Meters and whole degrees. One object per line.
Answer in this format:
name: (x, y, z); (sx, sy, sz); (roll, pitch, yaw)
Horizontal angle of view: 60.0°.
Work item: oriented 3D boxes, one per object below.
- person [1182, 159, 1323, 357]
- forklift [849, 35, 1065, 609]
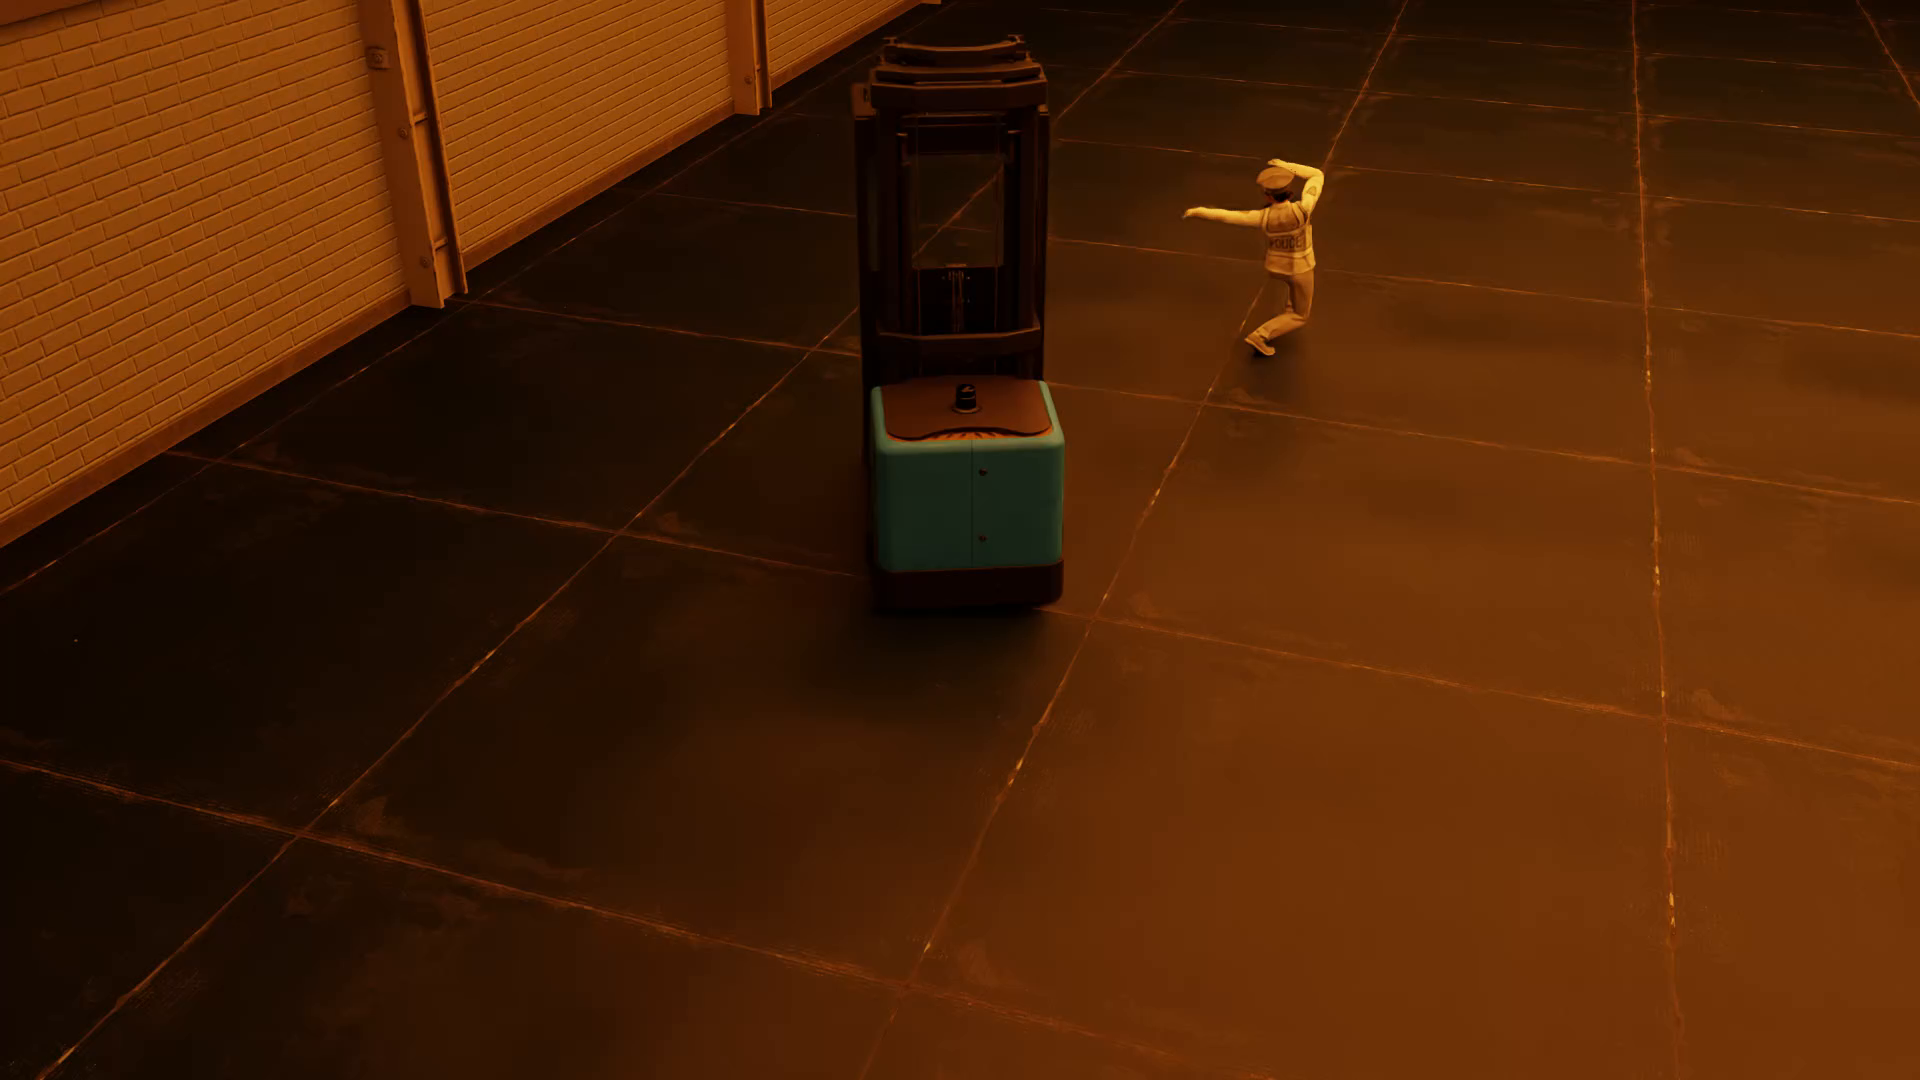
person: (2.240, -2.195, 12.565); (0.966, 1.413, 0.857); (20, 35, 31)
forklift: (-0.069, -1.591, 9.927); (1.130, 2.935, 3.031); (-3, 30, -4)
